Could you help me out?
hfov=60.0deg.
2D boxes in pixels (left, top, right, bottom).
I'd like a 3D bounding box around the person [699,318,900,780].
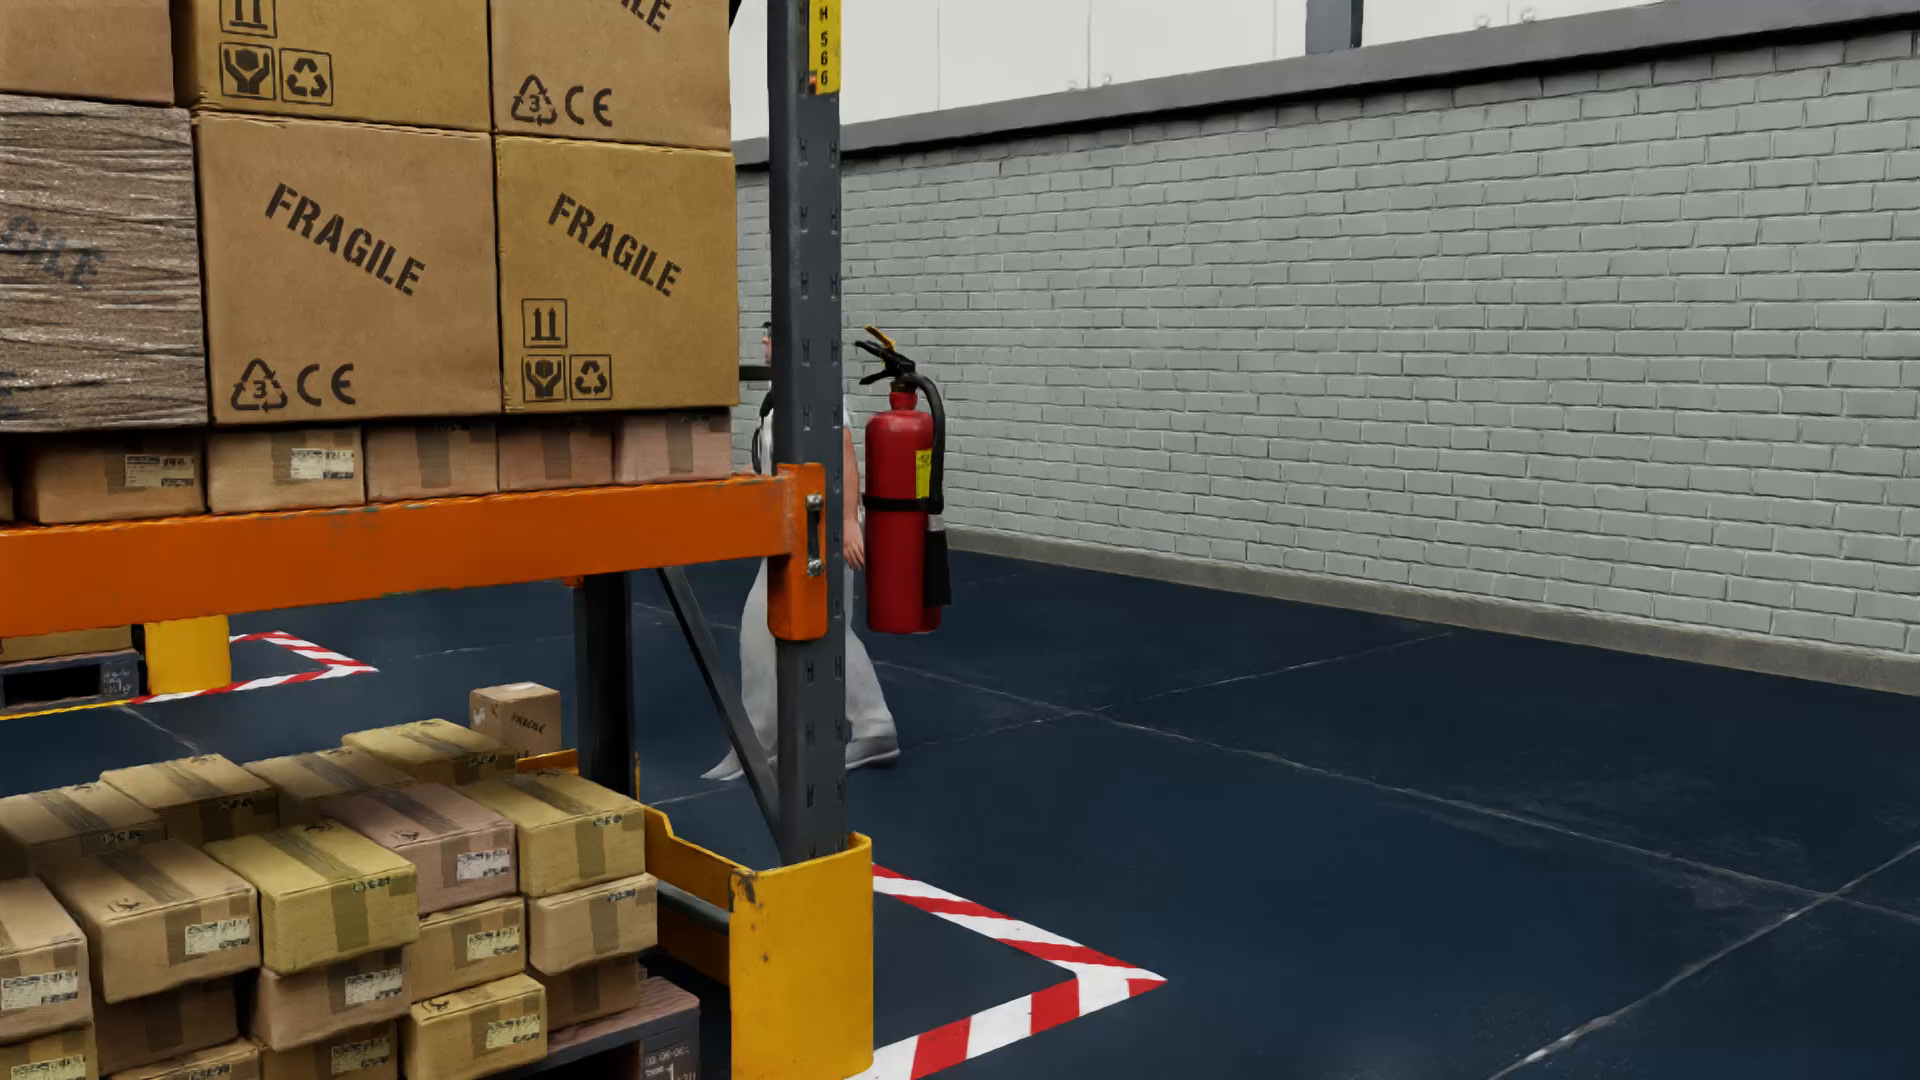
[{"bbox_3d":[-0.612,0.004,6.039,0.784,1.793,0.733,0,7,-1],"label":"person"}]
